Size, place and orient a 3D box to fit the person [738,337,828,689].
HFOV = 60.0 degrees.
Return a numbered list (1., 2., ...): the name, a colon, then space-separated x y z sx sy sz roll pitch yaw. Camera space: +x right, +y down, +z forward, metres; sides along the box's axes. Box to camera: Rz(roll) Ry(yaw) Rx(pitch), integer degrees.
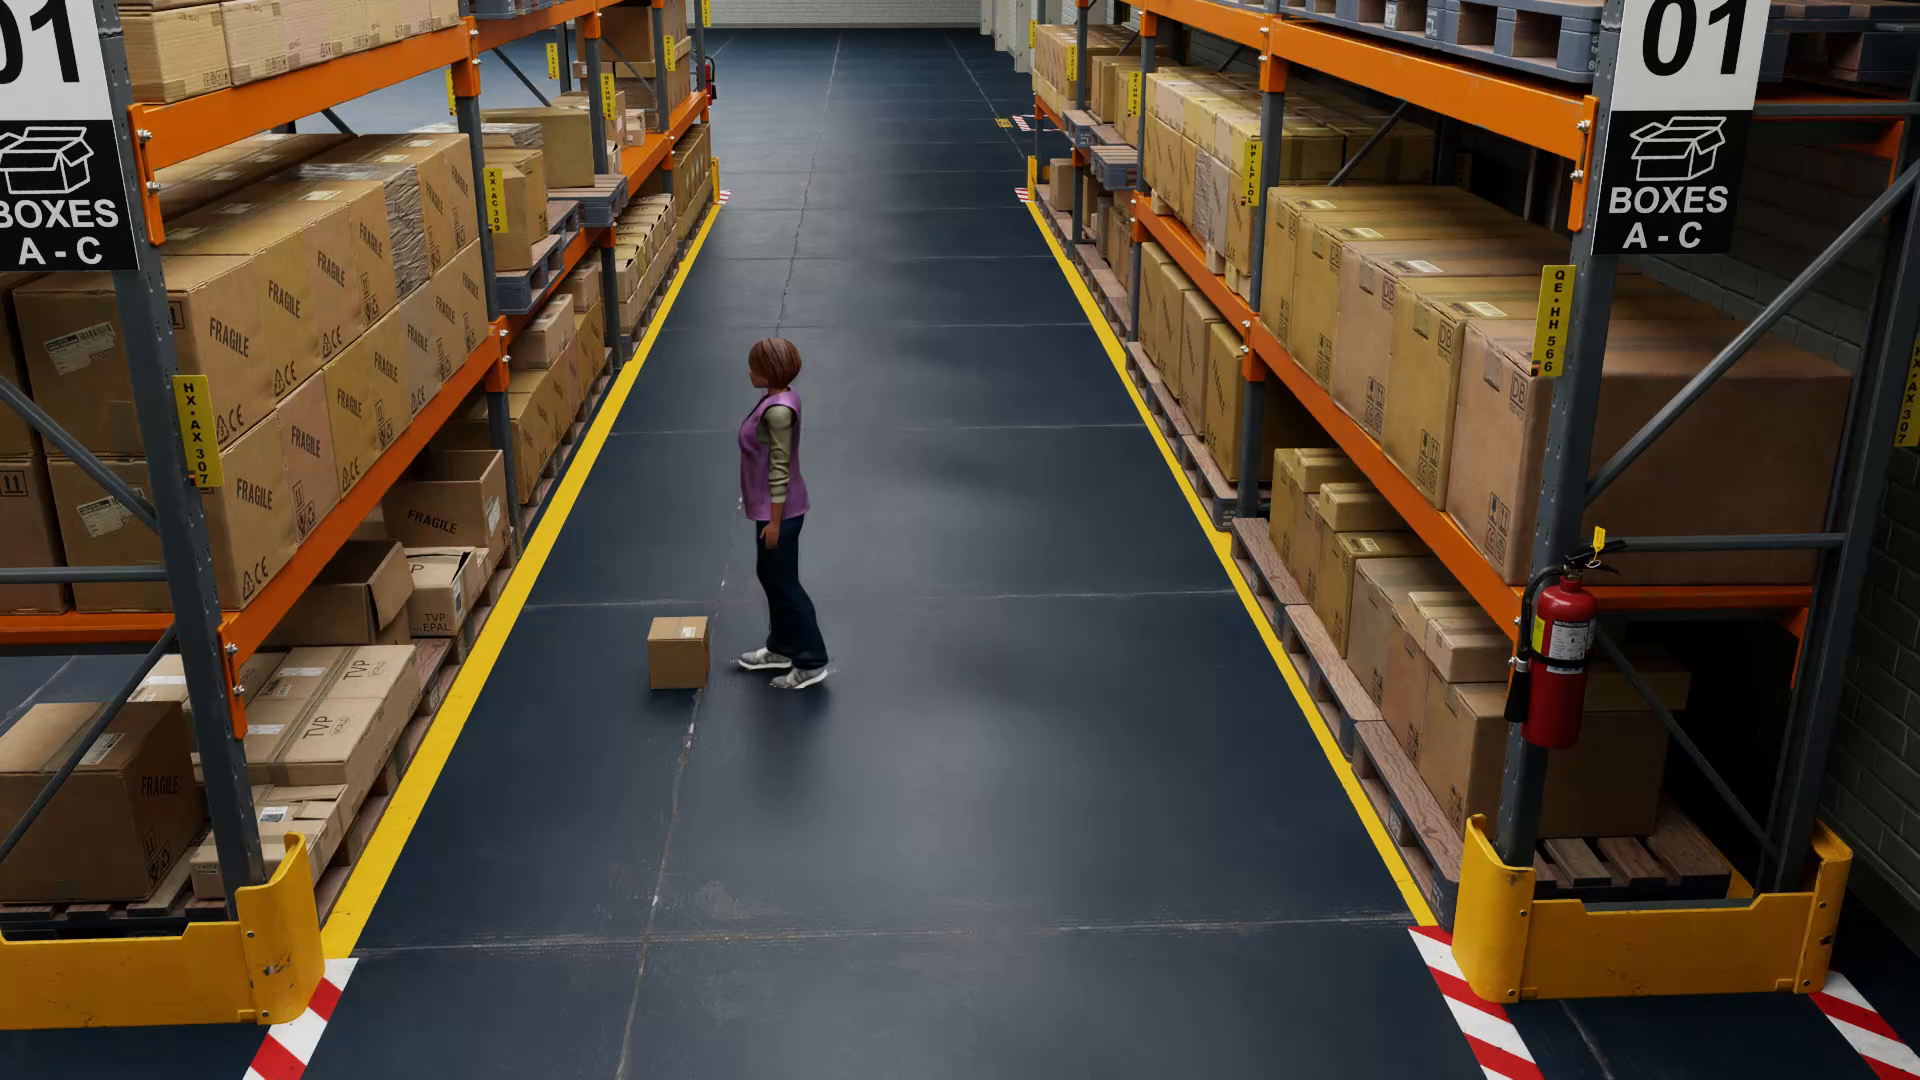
1. person: -0.818 -0.109 7.414 0.429 1.629 0.415 -1 21 -2
